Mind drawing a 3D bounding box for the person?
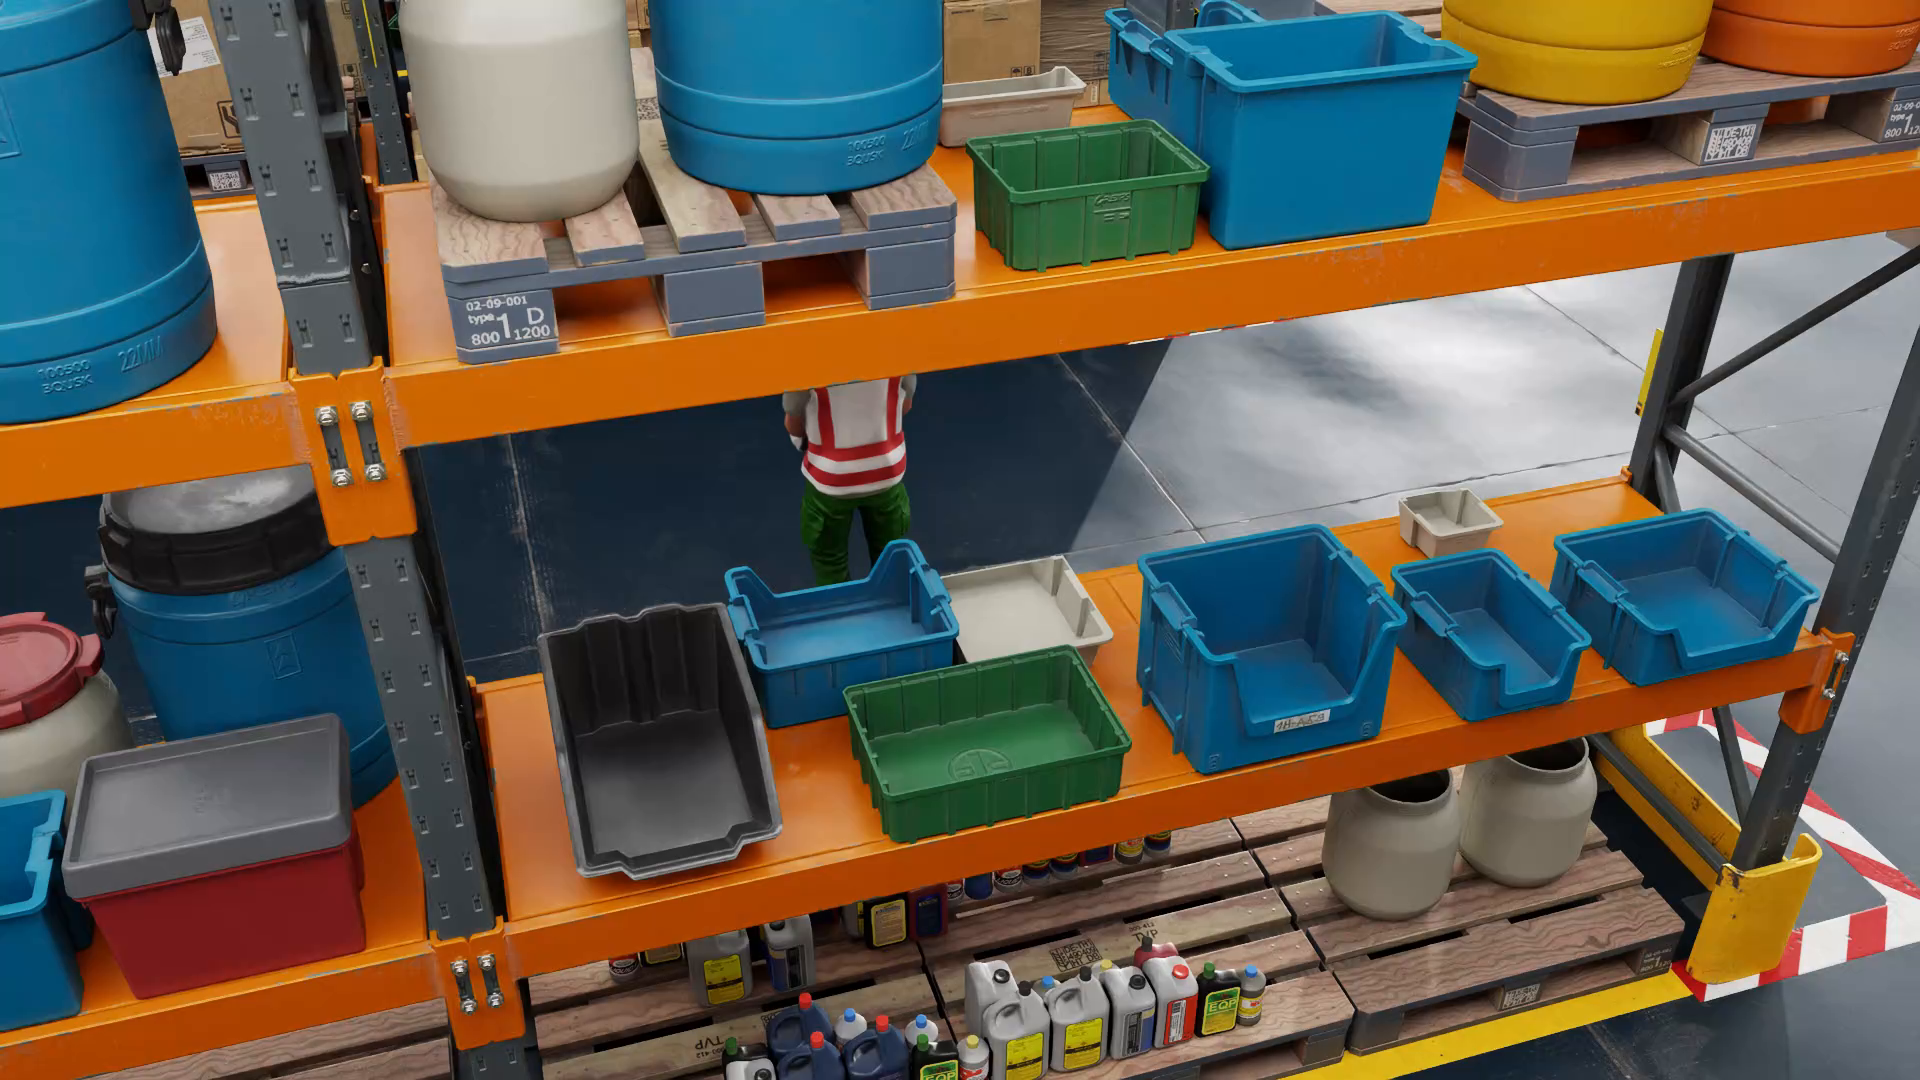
[{"bbox_3d":[-0.446,-0.308,6.578,0.524,1.794,0.529,-10,35,-15],"label":"person"}]
